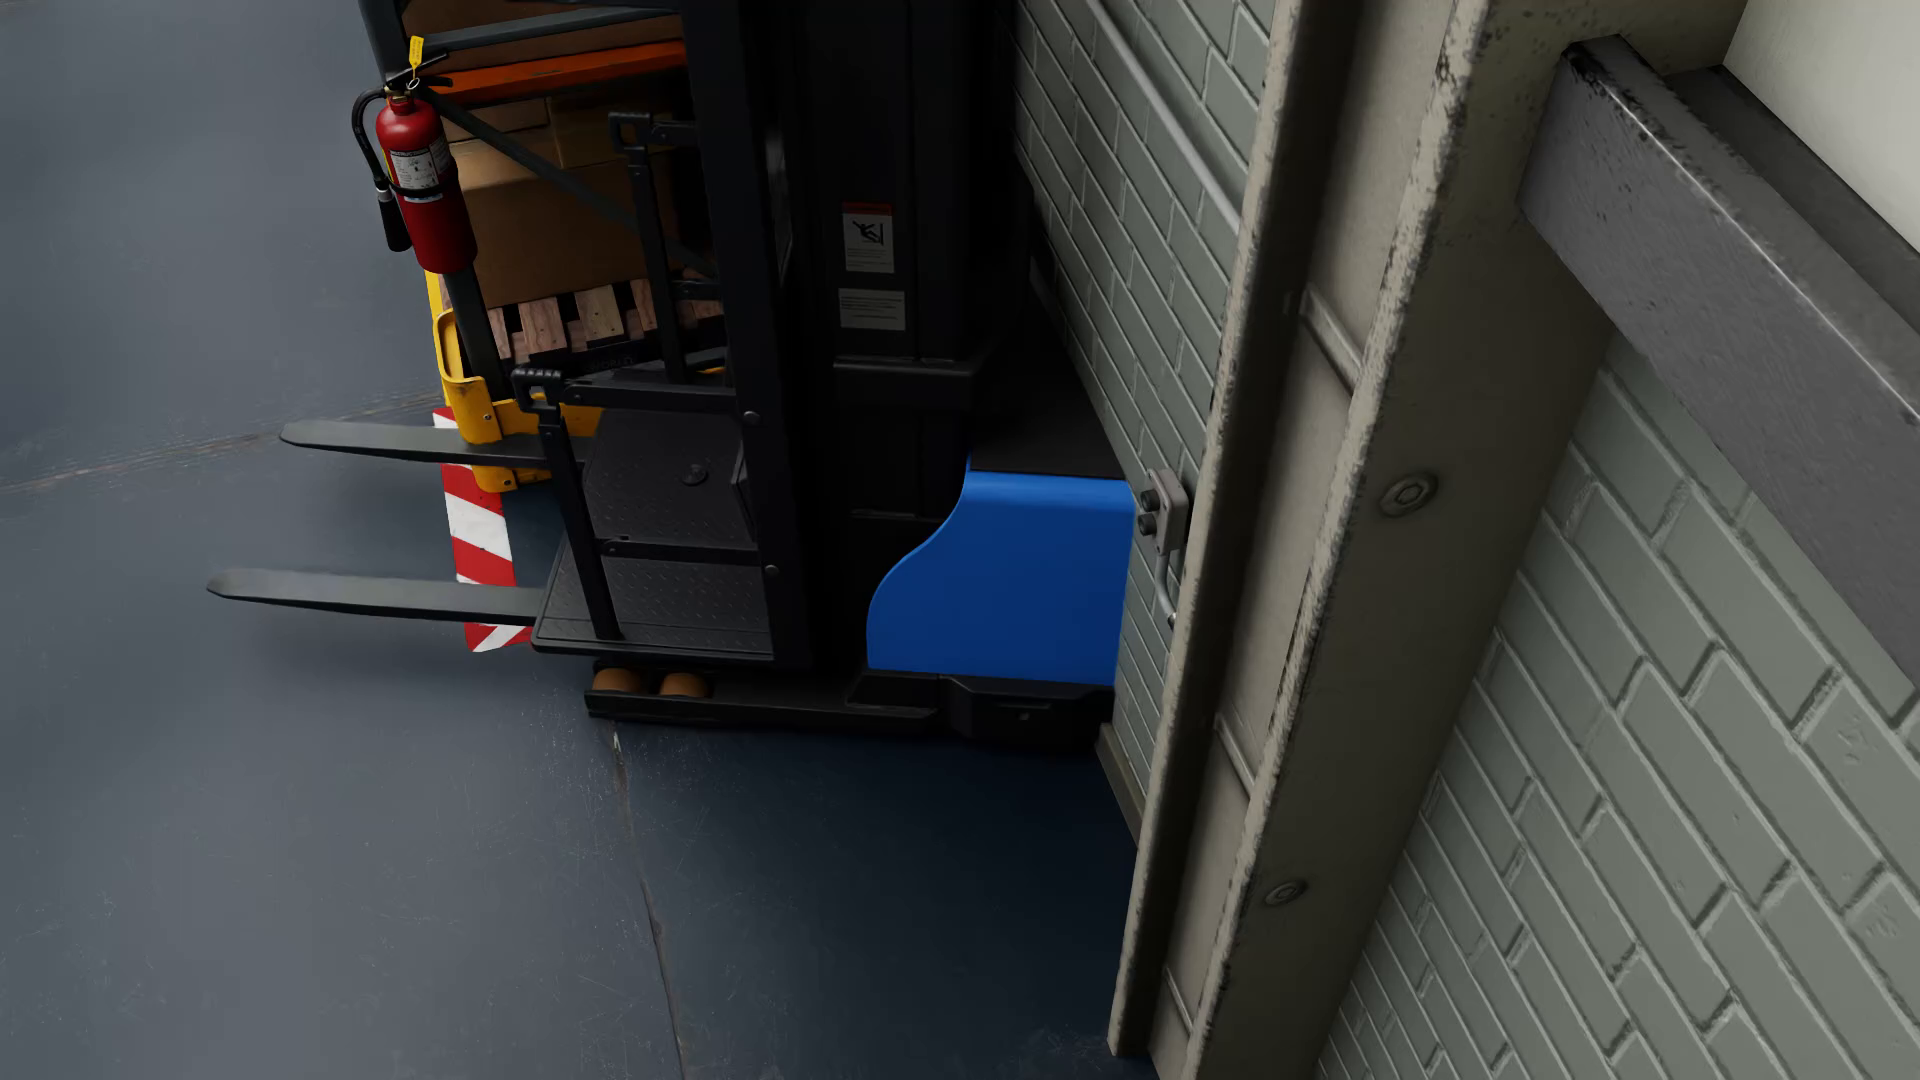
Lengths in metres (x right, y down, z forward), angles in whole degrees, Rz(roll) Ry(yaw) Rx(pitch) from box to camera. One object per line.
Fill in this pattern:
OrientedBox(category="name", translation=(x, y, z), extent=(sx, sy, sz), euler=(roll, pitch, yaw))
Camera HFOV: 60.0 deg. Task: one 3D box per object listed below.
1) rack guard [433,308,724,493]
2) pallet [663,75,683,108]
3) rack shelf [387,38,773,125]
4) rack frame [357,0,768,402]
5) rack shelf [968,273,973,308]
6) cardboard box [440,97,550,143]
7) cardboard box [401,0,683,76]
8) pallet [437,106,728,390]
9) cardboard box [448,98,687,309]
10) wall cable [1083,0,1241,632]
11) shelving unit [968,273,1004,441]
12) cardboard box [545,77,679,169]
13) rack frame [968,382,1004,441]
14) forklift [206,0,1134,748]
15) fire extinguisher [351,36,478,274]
OrientedBox(category="rack guard", translation=(-1.044, -0.557, 5.393), extent=(1.175, 0.500, 0.348), euler=(-13, 51, -11))
OrientedBox(category="pallet", translation=(-1.719, -1.937, 6.745), extent=(1.003, 0.211, 1.213), euler=(-13, 51, -11))
OrientedBox(category="rack shelf", translation=(-1.642, -2.609, 5.958), extent=(1.077, 0.370, 4.000), euler=(-13, 51, -11))
OrientedBox(category="rack frame", translation=(-1.051, -1.380, 4.452), extent=(1.000, 3.000, 0.127), euler=(-13, 51, -11))
OrientedBox(category="rack shelf", translation=(0.033, -0.547, 4.604), extent=(0.538, 0.278, 1.000), euler=(0, 46, -27))
OrientedBox(category="cardboard box", translation=(-1.565, -1.460, 5.455), extent=(0.380, 0.149, 0.250), euler=(-14, 51, -11))
OrientedBox(category="cardboard box", translation=(-1.211, -1.847, 4.649), extent=(0.980, 0.700, 0.700), euler=(-11, 51, -9))
OrientedBox(category="pallet", translation=(-1.362, -1.048, 5.995), extent=(1.003, 0.211, 1.213), euler=(-13, 51, -11))
OrientedBox(category="cardboard box", translation=(-1.353, -1.199, 5.659), extent=(0.700, 0.500, 0.500), euler=(-13, 51, -11))
OrientedBox(category="wall cable", translation=(0.231, -0.986, 3.455), extent=(0.084, 1.984, 1.851), euler=(-13, 51, -11))
OrientedBox(category="shelving unit", translation=(-0.062, -0.343, 4.791), extent=(0.538, 1.125, 1.048), euler=(0, 46, -27))
OrientedBox(category="cardboard box", translation=(-1.125, -1.362, 5.372), extent=(0.380, 0.149, 0.250), euler=(-13, 51, -11))
OrientedBox(category="rack frame", translation=(0.096, 0.021, 4.473), extent=(0.500, 1.125, 0.032), euler=(0, 46, -27))
OrientedBox(category="forklift", translation=(-0.658, -0.811, 4.017), extent=(3.031, 2.935, 1.130), euler=(4, 50, 3))
OrientedBox(category="fire extinguisher", translation=(-1.447, -1.021, 4.443), extent=(0.296, 0.674, 0.183), euler=(-13, 51, -11))
